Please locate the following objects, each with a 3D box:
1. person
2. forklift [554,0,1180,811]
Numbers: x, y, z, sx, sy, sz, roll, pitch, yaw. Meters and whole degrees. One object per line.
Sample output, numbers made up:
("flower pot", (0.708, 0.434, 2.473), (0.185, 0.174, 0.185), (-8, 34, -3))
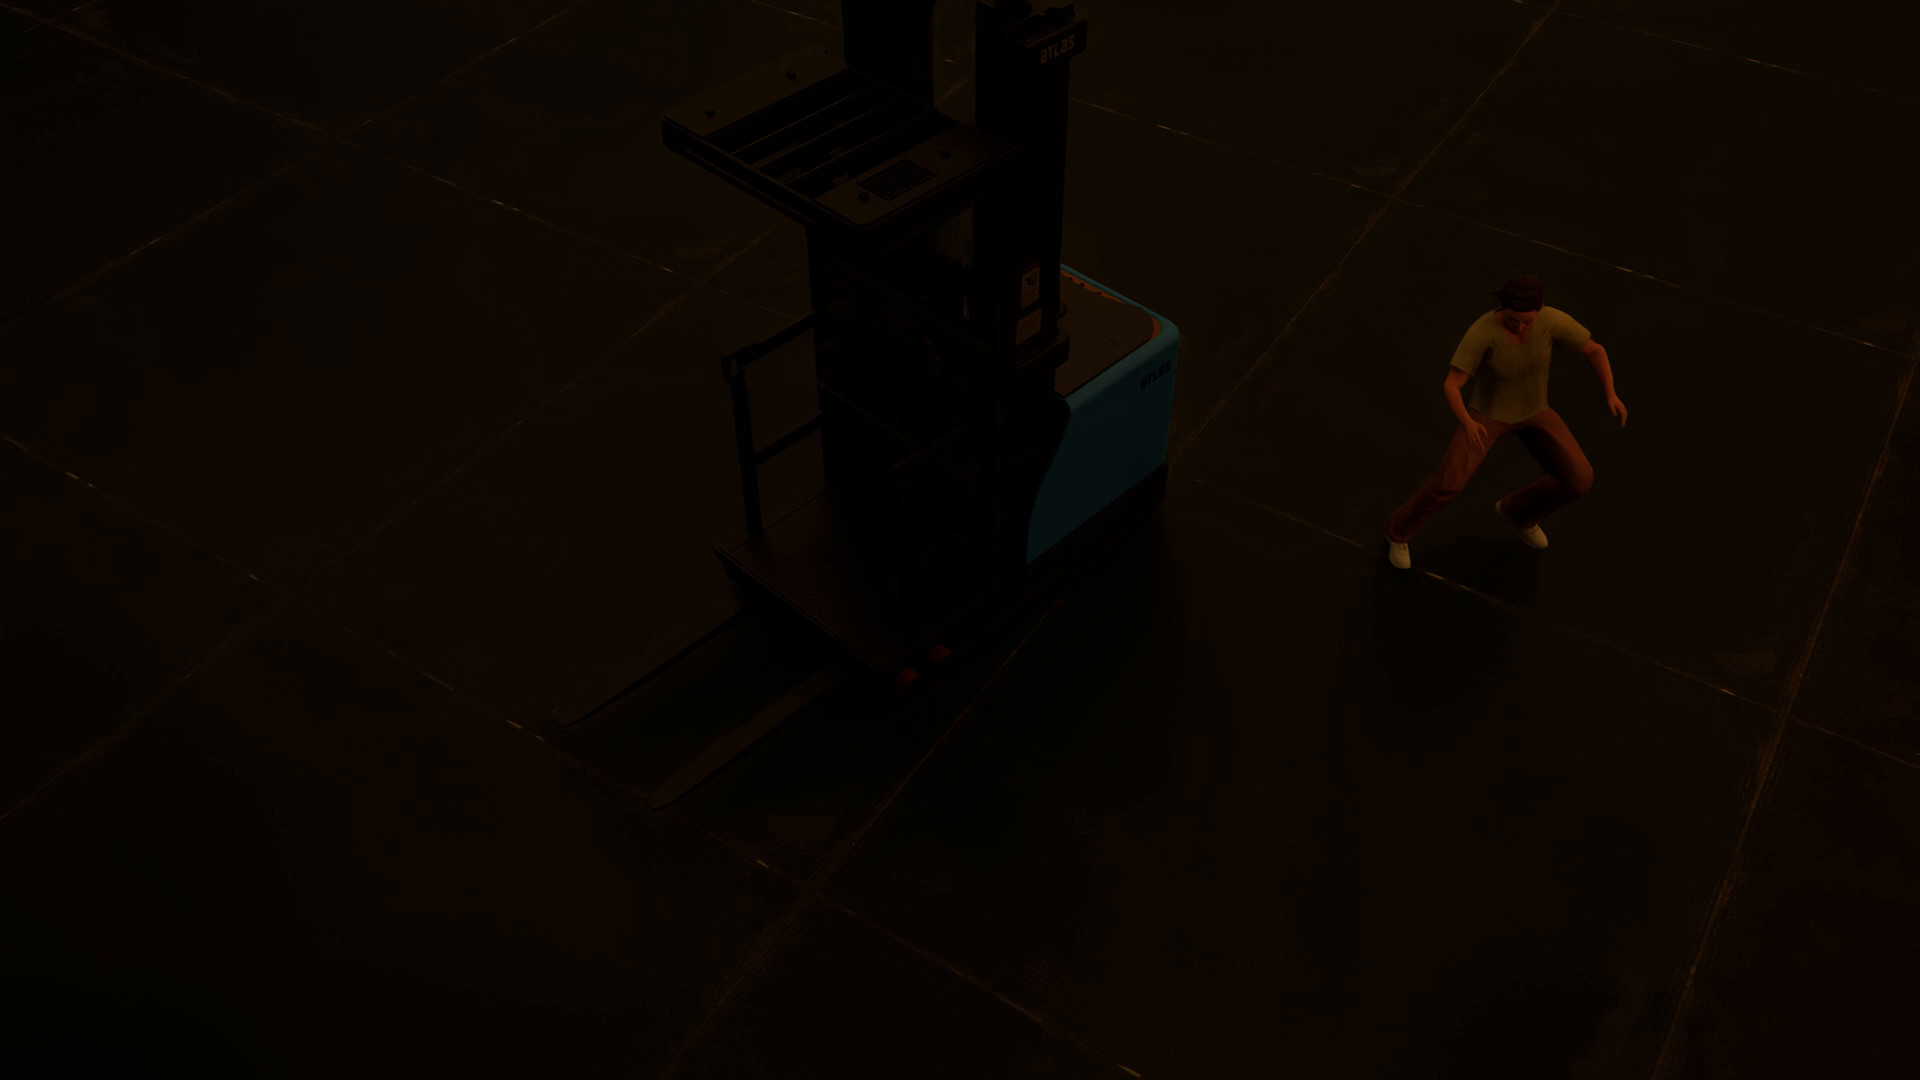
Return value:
("person", (2.458, -0.415, 7.502), (0.873, 1.255, 0.687), (2, 44, 2))
("forklift", (-0.387, -0.746, 6.635), (1.130, 2.935, 3.031), (34, 53, 30))
